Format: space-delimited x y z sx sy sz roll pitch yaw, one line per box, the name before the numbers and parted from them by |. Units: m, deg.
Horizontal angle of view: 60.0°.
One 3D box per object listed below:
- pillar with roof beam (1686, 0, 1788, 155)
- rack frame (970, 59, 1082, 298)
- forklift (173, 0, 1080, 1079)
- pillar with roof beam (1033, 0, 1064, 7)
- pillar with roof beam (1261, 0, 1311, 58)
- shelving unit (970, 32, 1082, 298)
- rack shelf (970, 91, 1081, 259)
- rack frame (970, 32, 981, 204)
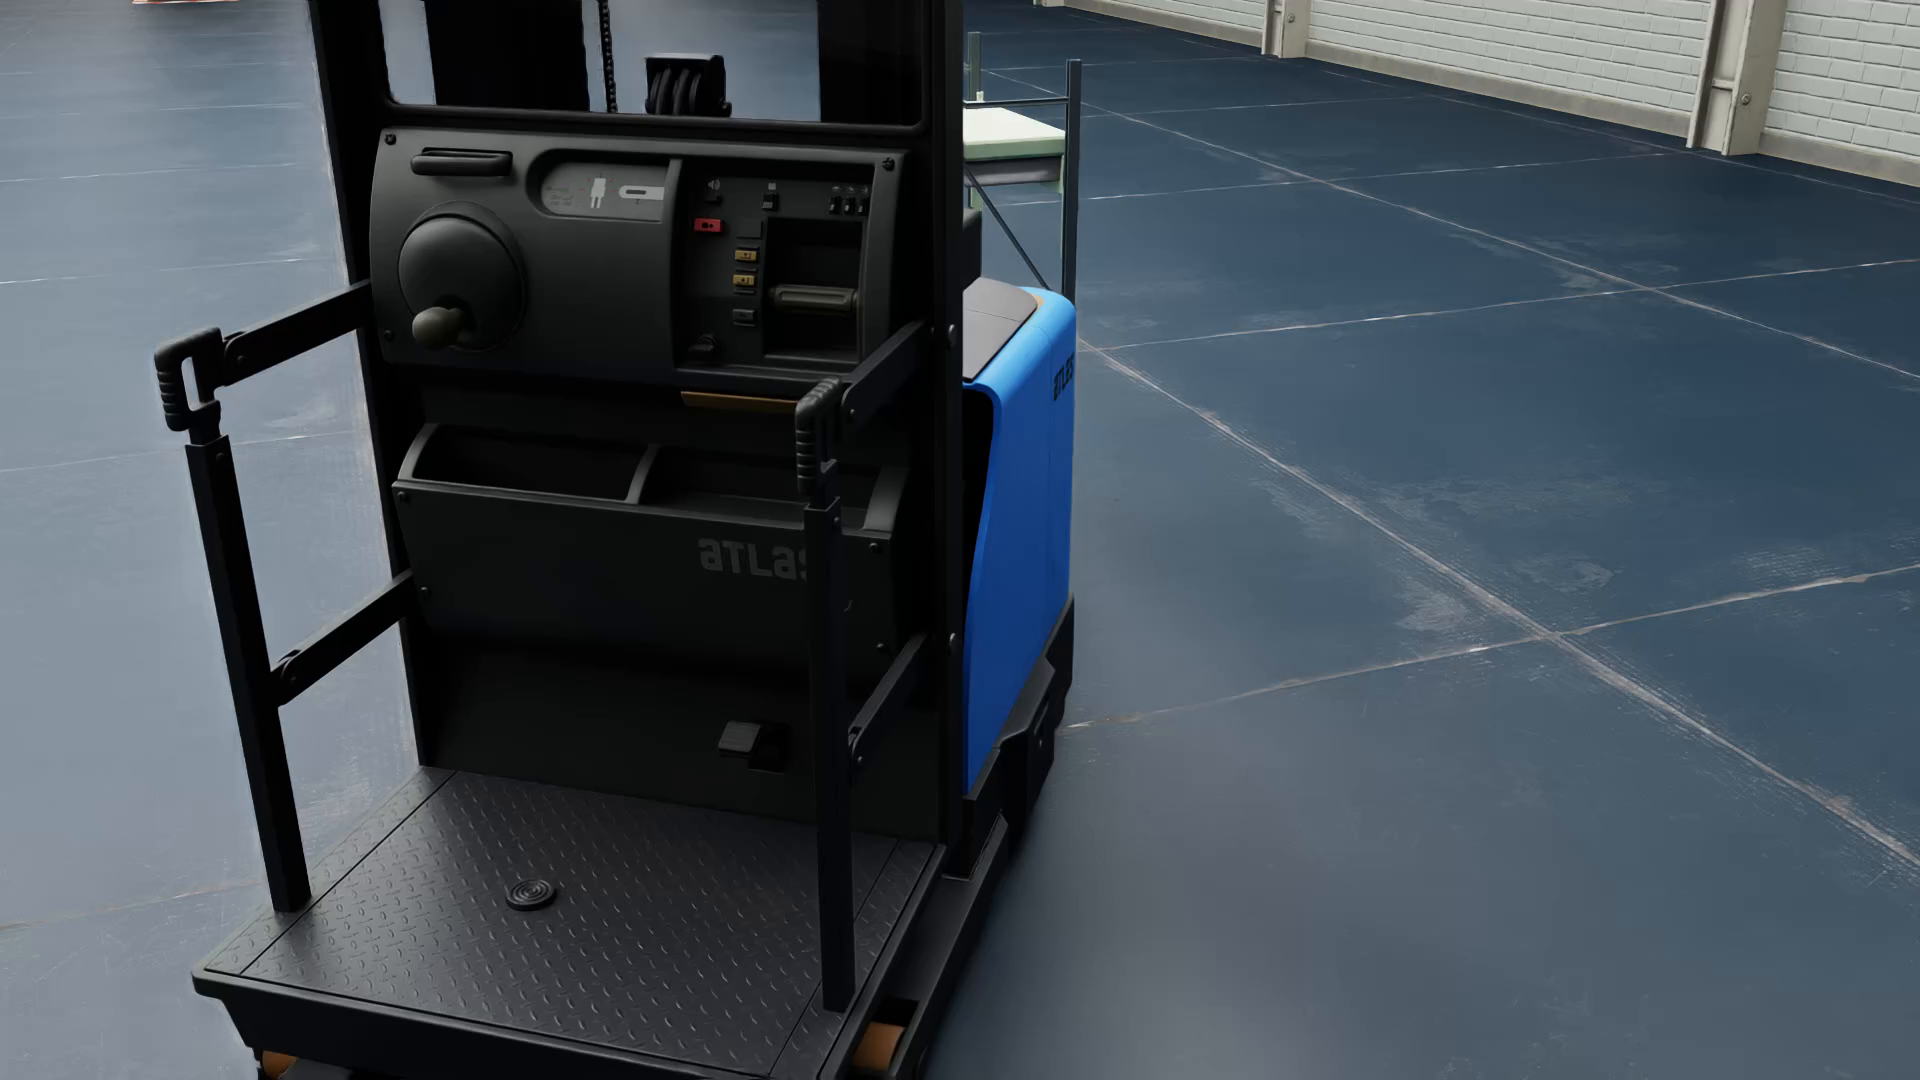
pillar with roof beam | 1.410 -6.339 8.703 9.100 9.000 0.400 -8 24 -19
rack frame | 0.132 -0.556 4.637 0.400 1.500 0.023 -8 24 -19
forklift | -0.586 -0.461 2.570 1.130 2.935 3.031 6 24 14
pillar with roof beam | -2.830 -10.699 19.048 9.100 9.000 0.400 -8 24 -19
pillar with roof beam | -0.710 -8.519 13.875 9.100 9.000 0.400 -8 24 -19
shelving unit | 0.002 -0.689 4.953 0.431 1.500 0.755 -8 24 -19
rack shelf | 0.002 -1.048 4.801 0.431 0.370 0.720 -8 24 -19
rack frame | -0.127 -0.822 5.268 0.400 1.500 0.023 -8 24 -19
